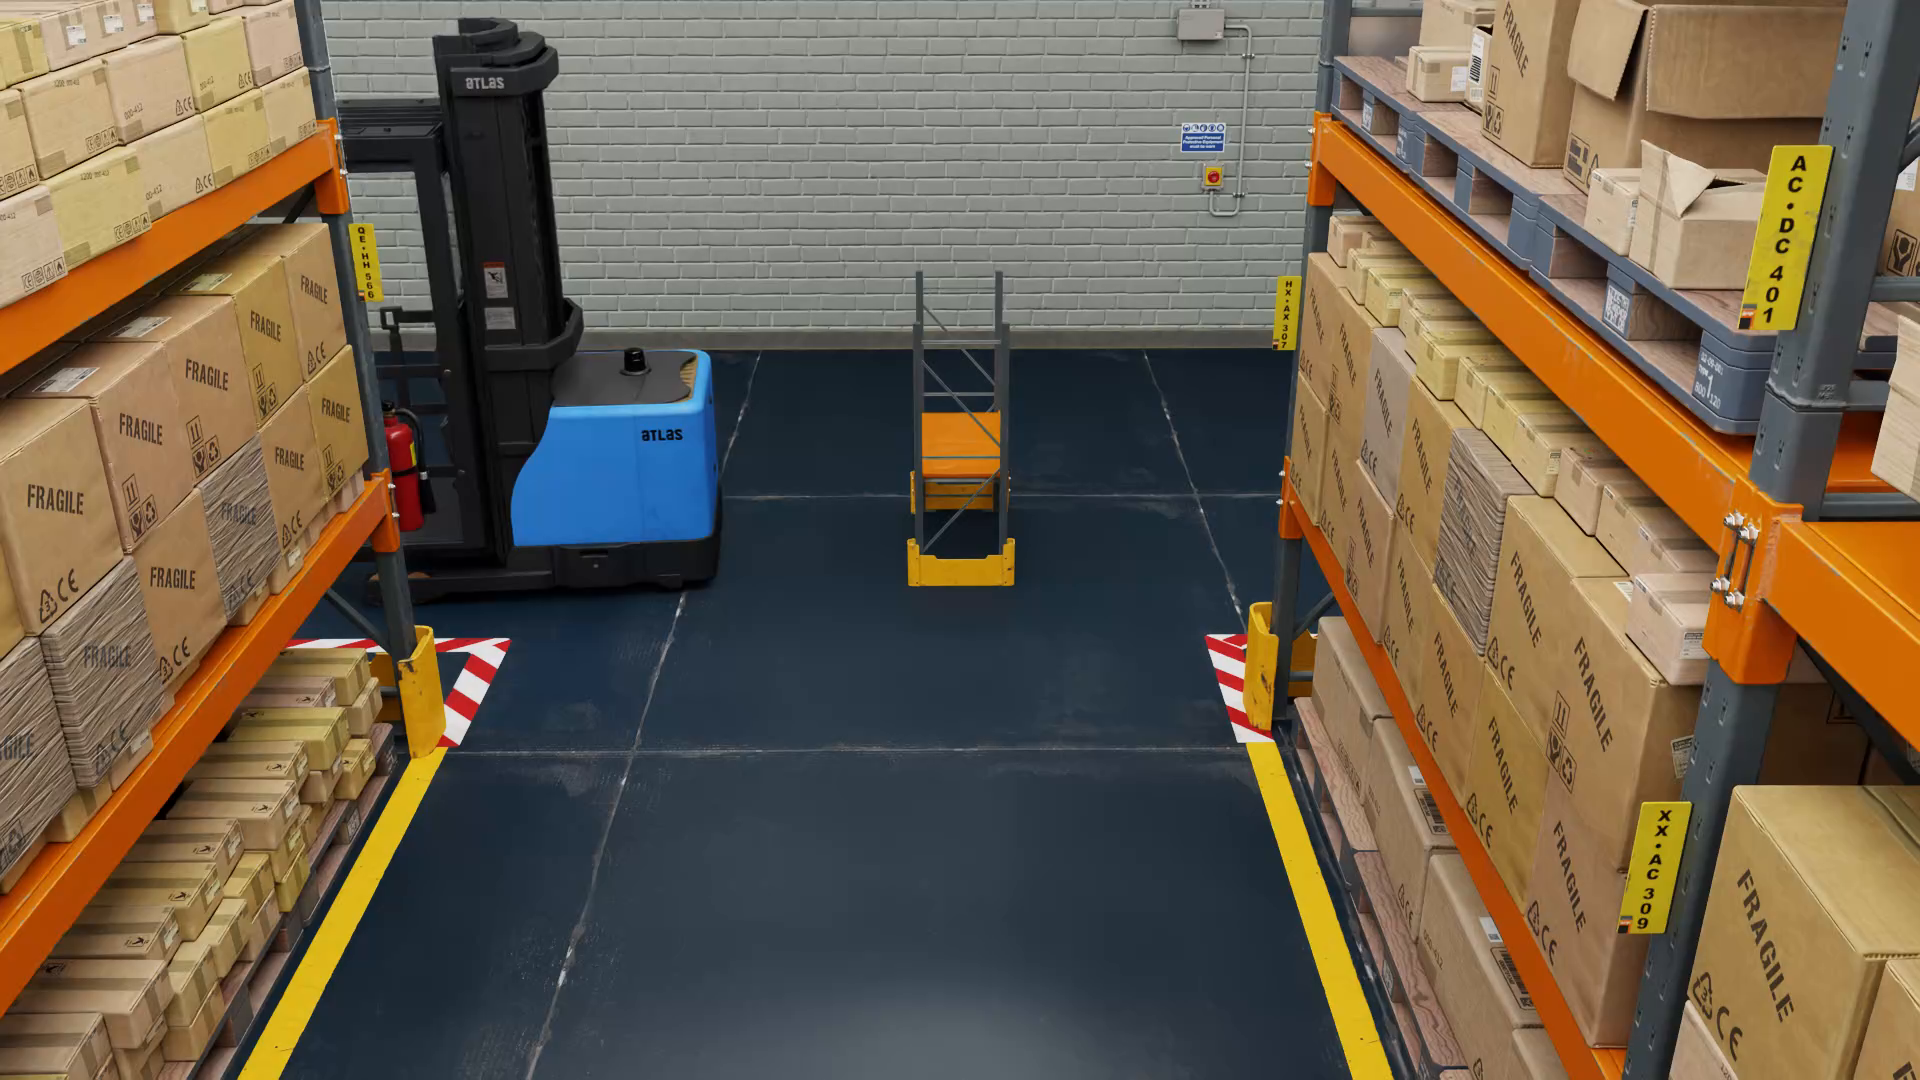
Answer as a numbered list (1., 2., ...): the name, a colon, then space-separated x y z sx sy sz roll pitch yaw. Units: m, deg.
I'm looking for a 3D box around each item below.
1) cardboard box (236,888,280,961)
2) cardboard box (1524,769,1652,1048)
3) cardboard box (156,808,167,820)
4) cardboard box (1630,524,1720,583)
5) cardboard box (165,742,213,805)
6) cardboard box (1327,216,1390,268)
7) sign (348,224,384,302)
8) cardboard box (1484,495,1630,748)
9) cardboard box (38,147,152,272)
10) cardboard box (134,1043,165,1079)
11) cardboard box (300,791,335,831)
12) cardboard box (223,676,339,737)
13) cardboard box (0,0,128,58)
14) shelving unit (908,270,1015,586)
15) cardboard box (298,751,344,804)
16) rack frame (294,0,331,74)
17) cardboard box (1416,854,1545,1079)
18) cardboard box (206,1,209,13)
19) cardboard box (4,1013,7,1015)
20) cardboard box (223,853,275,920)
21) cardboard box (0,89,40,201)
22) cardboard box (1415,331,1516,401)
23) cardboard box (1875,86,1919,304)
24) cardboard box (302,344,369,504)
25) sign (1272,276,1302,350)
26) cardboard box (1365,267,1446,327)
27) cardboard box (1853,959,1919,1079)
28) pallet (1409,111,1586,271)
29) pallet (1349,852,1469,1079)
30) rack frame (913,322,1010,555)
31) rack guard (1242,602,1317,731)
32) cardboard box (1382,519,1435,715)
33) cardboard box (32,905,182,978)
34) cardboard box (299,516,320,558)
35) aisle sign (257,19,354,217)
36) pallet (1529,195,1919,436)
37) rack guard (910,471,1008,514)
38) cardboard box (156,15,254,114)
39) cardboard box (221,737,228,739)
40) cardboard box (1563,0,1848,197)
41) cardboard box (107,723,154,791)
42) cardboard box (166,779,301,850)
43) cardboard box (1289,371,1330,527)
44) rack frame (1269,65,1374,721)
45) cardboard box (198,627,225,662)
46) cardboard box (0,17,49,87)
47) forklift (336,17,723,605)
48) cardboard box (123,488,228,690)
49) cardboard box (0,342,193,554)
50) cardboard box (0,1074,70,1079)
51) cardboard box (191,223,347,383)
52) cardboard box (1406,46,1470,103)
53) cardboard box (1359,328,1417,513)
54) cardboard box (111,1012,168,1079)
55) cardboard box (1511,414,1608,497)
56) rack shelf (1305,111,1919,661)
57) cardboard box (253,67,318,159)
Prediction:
1. cardboard box: -2.698 1.384 6.001 0.380 0.149 0.250 0 24 0
2. cardboard box: 1.734 0.875 4.054 0.500 0.500 0.500 0 24 0
3. cardboard box: -3.324 1.167 6.480 0.380 0.149 0.250 0 24 0
4. cardboard box: 1.779 0.079 3.813 0.380 0.149 0.250 0 24 1
5. cardboard box: -3.210 0.929 6.645 0.380 0.149 0.250 0 24 0
6. cardboard box: 1.679 -1.187 6.613 0.380 0.149 0.250 0 24 1
7. sign: -2.442 -1.140 6.841 0.100 0.325 0.005 0 24 -1
8. cardboard box: 1.716 0.207 4.318 0.500 0.500 0.500 -1 24 -1
9. cardboard box: -2.697 -0.952 4.758 0.500 0.250 0.500 1 24 2
10. cardboard box: -2.784 1.704 5.293 0.380 0.149 0.250 -1 24 -3
11. cardboard box: -2.762 1.064 6.706 0.380 0.149 0.250 0 24 -1
12. cardboard box: -2.793 0.683 6.827 0.380 0.149 0.250 0 24 0
13. cardboard box: -2.717 -1.518 4.918 0.380 0.149 0.250 0 24 1
14. shelving unit: 0.001 -0.652 9.371 0.587 1.500 1.083 0 24 -1
15. cardboard box: -2.699 0.928 6.646 0.380 0.149 0.250 -1 24 -3
16. rack frame: -2.997 -3.207 5.922 1.000 3.000 0.127 0 24 -1
17. cardboard box: 2.085 1.458 5.485 0.875 0.438 0.875 -1 24 -2
18. cardboard box: -2.791 -1.838 5.626 0.380 0.149 0.250 -1 24 -2
19. cardboard box: -3.221 1.477 5.433 0.380 0.149 0.250 -1 24 -3
20. cardboard box: -2.696 1.248 5.941 0.380 0.149 0.250 1 24 2
21. cardboard box: -2.711 -0.964 4.177 0.500 0.250 0.500 0 24 0
22. cardboard box: 1.653 -0.548 5.199 0.380 0.149 0.250 -1 24 -2
23. cardboard box: 2.199 -0.782 3.447 0.500 0.500 0.500 0 24 0
24. cardboard box: -2.735 -0.471 6.669 0.500 0.500 0.500 0 24 1
25. sign: 1.396 -0.968 7.104 0.100 0.325 0.005 0 24 -1
26. cardboard box: 1.662 -0.863 5.897 0.380 0.149 0.250 -1 24 -2
27. cardboard box: 1.746 1.001 2.561 0.500 0.500 0.500 0 24 -1
28. pallet: 1.986 -1.054 4.909 1.003 0.211 1.213 0 24 -1
29. pallet: 2.049 1.563 6.037 1.003 0.211 1.213 0 24 -1
30. rack frame: 0.006 -0.439 8.900 0.500 1.500 0.032 0 24 -1
31. rack guard: 1.951 0.591 7.836 1.175 0.500 0.348 0 24 -1
32. cardboard box: 1.713 0.240 5.458 0.500 0.500 0.500 1 24 1
33. cardboard box: -2.778 1.326 5.407 0.380 0.149 0.250 -1 24 -3
34. cardboard box: -2.728 -0.020 6.460 0.380 0.149 0.250 0 24 -1
35. aisle sign: -2.698 -1.690 6.692 0.394 0.787 0.004 0 24 -1
36. pallet: 1.997 -0.553 3.800 1.003 0.211 1.213 0 24 -1
37. rack guard: -0.005 -0.288 10.083 0.587 0.250 0.087 0 24 -1
38. cardboard box: -2.731 -1.601 5.585 0.500 0.250 0.500 -1 24 -2
39. cardboard box: -3.312 0.851 7.178 0.380 0.149 0.250 0 24 1
40. cardboard box: 1.948 -1.096 4.137 0.797 0.503 0.637 2 24 4
41. cardboard box: -2.692 0.628 5.026 0.380 0.149 0.250 1 24 2
42. cardboard box: -2.665 1.007 6.111 0.380 0.149 0.250 1 24 1
43. cardboard box: 1.670 -0.384 6.838 0.500 0.500 0.500 0 24 -1
44. rack frame: 1.952 -0.538 7.299 1.000 3.000 0.127 0 24 -1
45. cardboard box: -2.785 0.305 5.741 0.380 0.149 0.250 -1 24 -3
46. cardboard box: -2.697 -1.304 4.445 0.380 0.149 0.250 -1 24 -2
47. forklift: -2.890 -1.212 8.872 3.031 2.935 1.130 -2 24 -5
48. cardboard box: -2.724 0.156 5.284 0.500 0.500 0.500 1 24 2
49. cardboard box: -2.714 -0.282 5.038 0.500 0.500 0.500 -1 24 -2
50. cardboard box: -2.746 1.650 4.689 0.380 0.149 0.250 -1 24 -1
51. cardboard box: -2.743 -0.923 6.455 0.500 0.500 0.500 -1 24 -2
52. cardboard box: 1.733 -1.578 5.632 0.380 0.149 0.250 1 24 1
53. cardboard box: 1.698 -0.415 5.693 0.500 0.500 0.500 0 24 -1
54. cardboard box: -2.748 1.567 5.235 0.380 0.149 0.250 1 24 2
55. cardboard box: 1.727 -0.231 4.499 0.380 0.149 0.250 0 24 -1
56. rack shelf: 1.973 -0.753 5.007 1.077 0.370 4.000 0 24 -1
57. cardboard box: -2.728 -1.586 6.159 0.500 0.250 0.500 -1 24 -2
